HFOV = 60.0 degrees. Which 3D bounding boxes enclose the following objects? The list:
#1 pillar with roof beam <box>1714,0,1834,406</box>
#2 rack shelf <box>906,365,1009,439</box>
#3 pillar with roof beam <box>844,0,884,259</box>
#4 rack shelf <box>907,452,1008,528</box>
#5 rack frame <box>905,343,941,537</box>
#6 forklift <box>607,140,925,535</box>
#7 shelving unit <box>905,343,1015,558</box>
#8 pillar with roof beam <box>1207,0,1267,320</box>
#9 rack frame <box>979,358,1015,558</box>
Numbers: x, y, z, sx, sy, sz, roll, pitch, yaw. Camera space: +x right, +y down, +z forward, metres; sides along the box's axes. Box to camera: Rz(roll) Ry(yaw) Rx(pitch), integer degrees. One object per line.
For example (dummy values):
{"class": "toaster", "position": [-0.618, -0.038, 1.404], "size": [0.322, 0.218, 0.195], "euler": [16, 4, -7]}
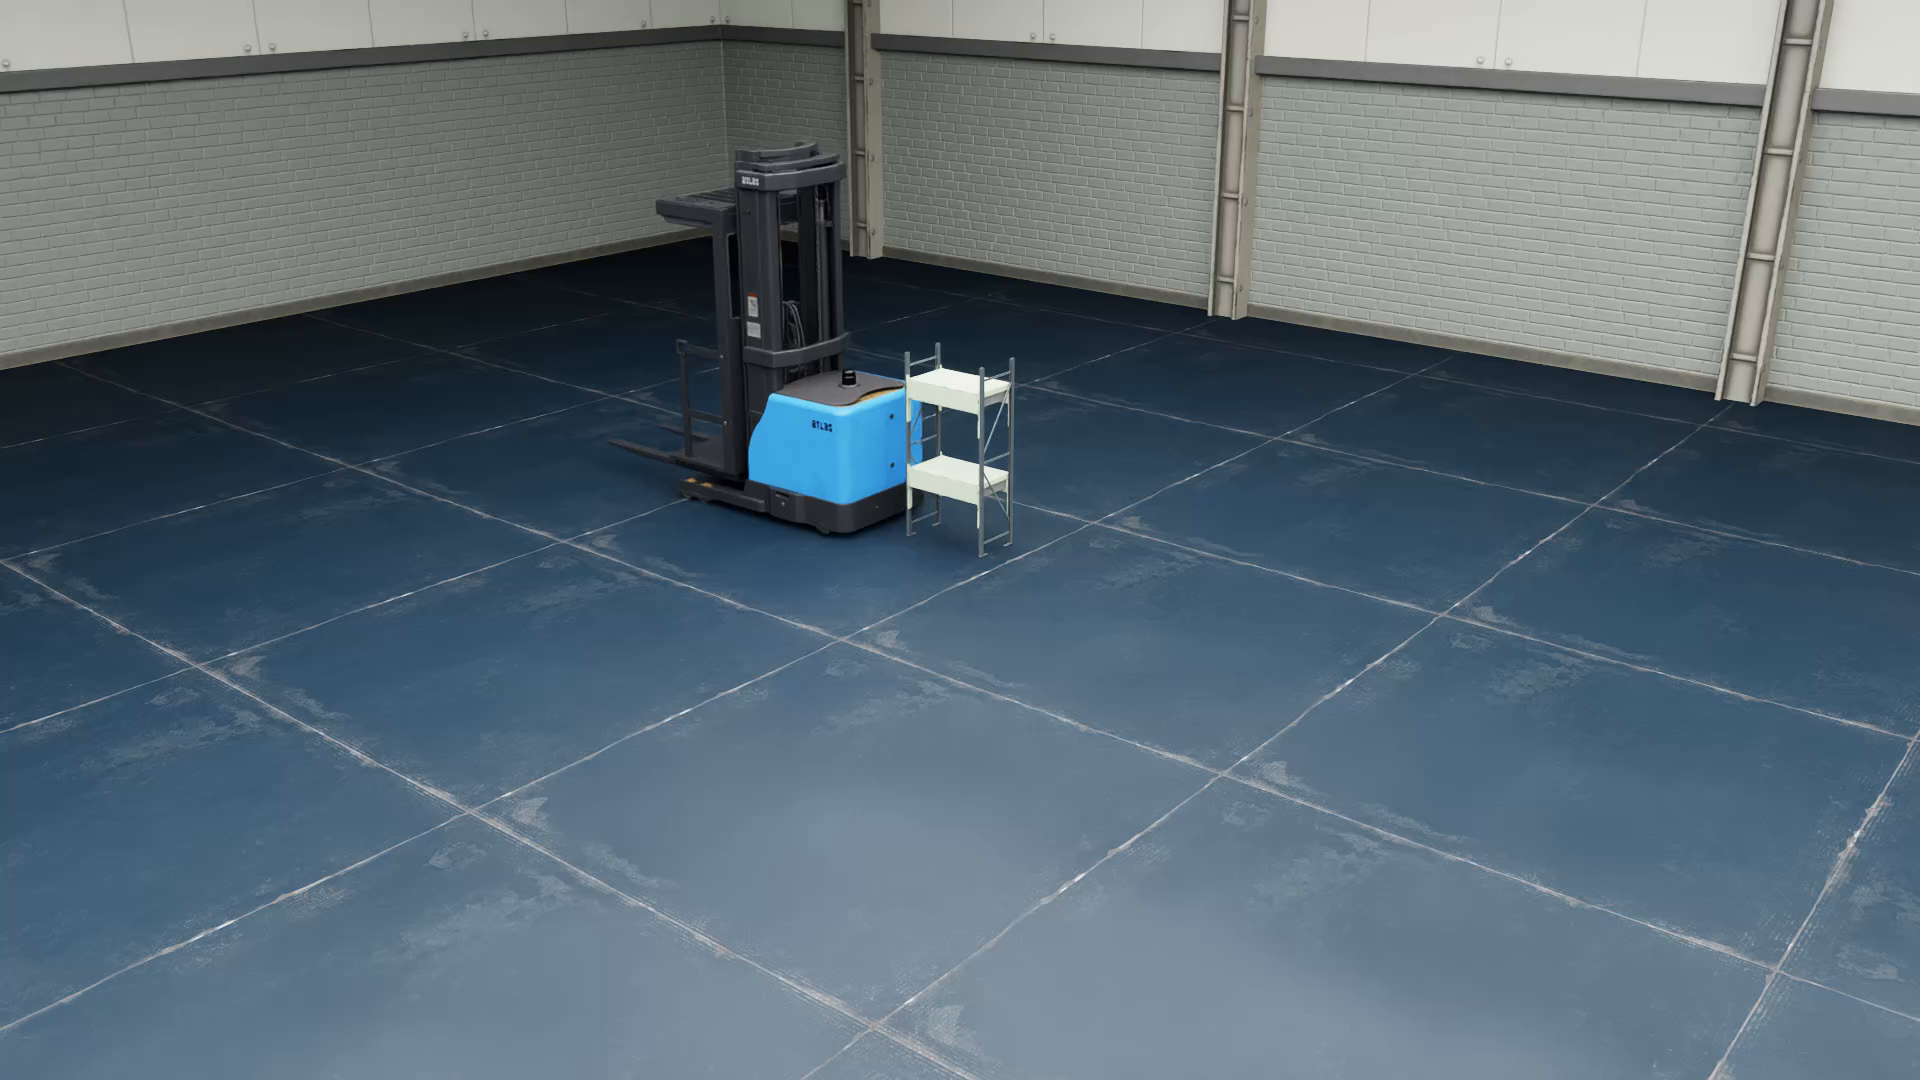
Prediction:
{"class": "pillar with roof beam", "position": [5.227, -4.466, 12.257], "size": [0.400, 9.000, 9.100], "euler": [16, 26, 36]}
{"class": "rack shelf", "position": [-0.005, -1.068, 12.770], "size": [0.720, 0.370, 0.431], "euler": [16, 26, 36]}
{"class": "pillar with roof beam", "position": [-4.069, -7.143, 19.357], "size": [0.400, 9.000, 9.100], "euler": [16, 26, 36]}
{"class": "rack shelf", "position": [-0.005, -0.398, 13.023], "size": [0.720, 0.370, 0.431], "euler": [16, 26, 36]}
{"class": "rack frame", "position": [-0.289, -0.785, 13.124], "size": [0.023, 1.500, 0.400], "euler": [16, 26, 36]}
{"class": "forklift", "position": [-1.768, -1.817, 13.832], "size": [3.031, 2.935, 1.130], "euler": [15, 26, 35]}
{"class": "shelving unit", "position": [-0.005, -0.703, 12.907], "size": [0.755, 1.500, 0.431], "euler": [16, 26, 36]}
{"class": "pillar with roof beam", "position": [0.579, -5.805, 15.807], "size": [0.400, 9.000, 9.100], "euler": [16, 26, 36]}
{"class": "rack frame", "position": [0.278, -0.622, 12.691], "size": [0.023, 1.500, 0.400], "euler": [16, 26, 36]}
